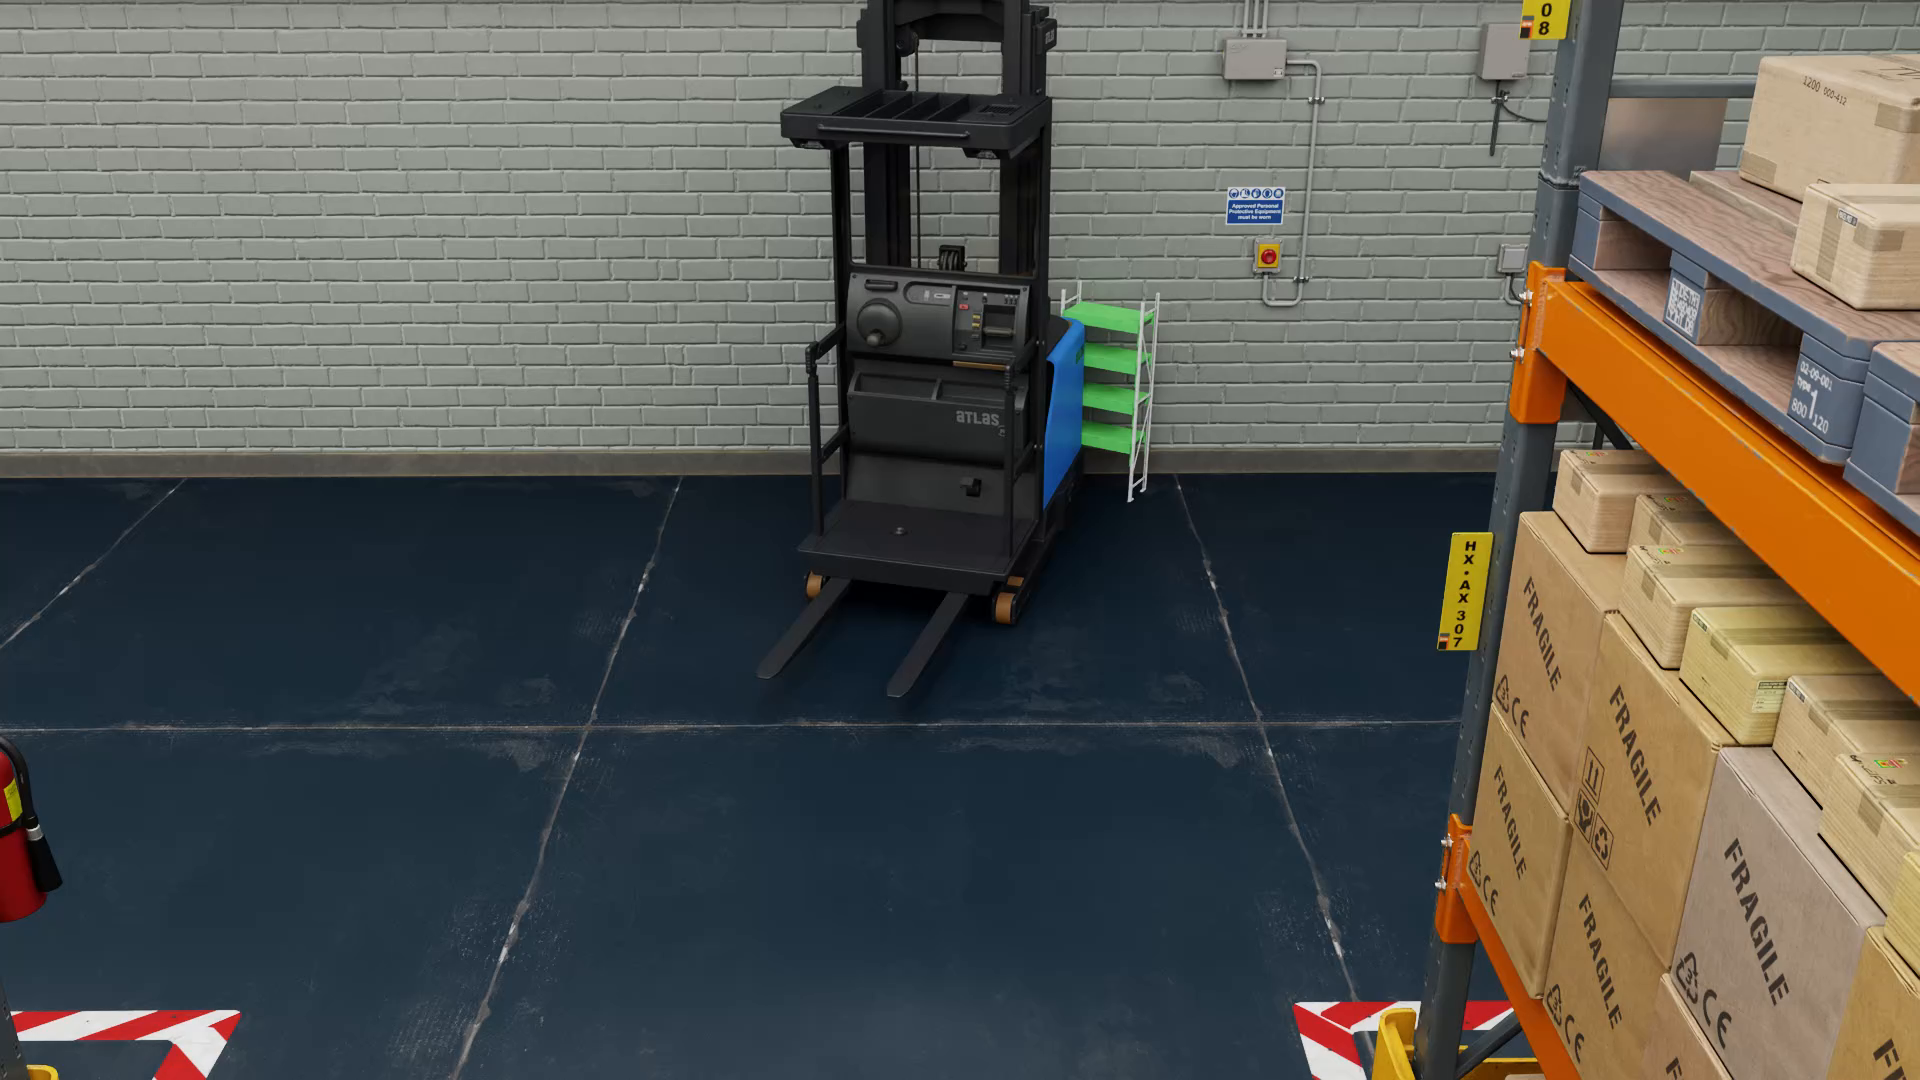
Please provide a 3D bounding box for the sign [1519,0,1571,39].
[{"bbox_3d":[1.267,-1.239,3.553,0.100,0.325,0.005,0,24,-1],"label":"sign"}]

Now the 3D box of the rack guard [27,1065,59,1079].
[{"bbox_3d":[-3.126,1.796,4.672,1.175,0.500,0.348,0,24,-1],"label":"rack guard"}]

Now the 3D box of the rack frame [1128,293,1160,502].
[{"bbox_3d":[1.059,-0.813,9.587,0.015,1.200,0.240,13,26,25],"label":"rack frame"}]

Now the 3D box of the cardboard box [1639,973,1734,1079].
[{"bbox_3d":[1.561,1.134,2.982,0.500,0.500,0.500,0,24,-1],"label":"cardboard box"}]

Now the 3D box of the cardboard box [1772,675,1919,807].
[{"bbox_3d":[1.587,0.345,2.726,0.380,0.149,0.250,0,24,0],"label":"cardboard box"}]

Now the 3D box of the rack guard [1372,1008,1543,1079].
[{"bbox_3d":[1.821,1.691,4.904,1.175,0.500,0.348,0,24,-1],"label":"rack guard"}]

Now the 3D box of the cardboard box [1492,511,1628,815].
[{"bbox_3d":[1.542,0.260,3.701,0.500,0.500,0.500,-1,24,-2],"label":"cardboard box"}]

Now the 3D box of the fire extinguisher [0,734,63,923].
[{"bbox_3d":[-2.668,0.725,4.553,0.296,0.674,0.183,0,24,-1],"label":"fire extinguisher"}]

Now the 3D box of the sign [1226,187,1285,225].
[{"bbox_3d":[1.688,-1.910,9.504,0.327,0.218,0.001,0,24,-1],"label":"sign"}]

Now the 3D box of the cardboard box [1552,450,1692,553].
[{"bbox_3d":[1.549,-0.087,3.681,0.380,0.149,0.250,0,24,1],"label":"cardboard box"}]

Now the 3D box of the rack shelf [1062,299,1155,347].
[{"bbox_3d":[0.854,-1.245,9.526,0.480,0.148,0.258,13,26,25],"label":"rack shelf"}]

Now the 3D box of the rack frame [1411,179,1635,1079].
[{"bbox_3d":[1.822,0.562,4.367,1.000,3.000,0.127,0,24,-1],"label":"rack frame"}]

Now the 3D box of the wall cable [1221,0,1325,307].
[{"bbox_3d":[1.737,-2.239,9.289,0.585,1.953,0.123,0,24,-1],"label":"wall cable"}]

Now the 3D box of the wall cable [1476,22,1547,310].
[{"bbox_3d":[3.155,-2.235,9.320,0.588,1.984,0.122,0,24,-1],"label":"wall cable"}]

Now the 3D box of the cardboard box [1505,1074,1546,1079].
[{"bbox_3d":[1.929,1.810,4.208,0.875,0.438,0.875,-1,24,-2],"label":"cardboard box"}]

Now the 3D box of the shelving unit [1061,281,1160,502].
[{"bbox_3d":[0.845,-0.863,9.692,0.503,1.200,0.258,13,26,25],"label":"shelving unit"}]

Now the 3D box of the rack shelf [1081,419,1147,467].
[{"bbox_3d":[0.838,-0.585,9.814,0.480,0.148,0.258,13,26,25],"label":"rack shelf"}]

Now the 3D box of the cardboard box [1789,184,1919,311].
[{"bbox_3d":[1.604,-0.478,2.700,0.380,0.149,0.250,1,24,1],"label":"cardboard box"}]

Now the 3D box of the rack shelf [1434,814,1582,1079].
[{"bbox_3d":[1.844,1.714,2.693,1.077,0.370,4.000,0,24,-1],"label":"rack shelf"}]

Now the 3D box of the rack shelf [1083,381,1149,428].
[{"bbox_3d":[0.843,-0.805,9.718,0.480,0.148,0.258,13,26,25],"label":"rack shelf"}]

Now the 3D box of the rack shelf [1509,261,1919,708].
[{"bbox_3d":[1.844,0.347,2.075,1.077,0.370,4.000,0,24,-1],"label":"rack shelf"}]

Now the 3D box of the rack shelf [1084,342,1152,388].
[{"bbox_3d":[0.848,-1.025,9.622,0.480,0.148,0.258,13,26,25],"label":"rack shelf"}]

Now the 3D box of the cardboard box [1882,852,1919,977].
[{"bbox_3d":[1.524,0.552,2.267,0.380,0.149,0.250,-1,24,-2],"label":"cardboard box"}]

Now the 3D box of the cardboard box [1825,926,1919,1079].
[{"bbox_3d":[1.574,0.890,2.306,0.500,0.500,0.500,0,24,0],"label":"cardboard box"}]

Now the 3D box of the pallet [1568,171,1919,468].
[{"bbox_3d":[1.840,-0.459,3.092,1.003,0.211,1.213,0,24,-1],"label":"pallet"}]

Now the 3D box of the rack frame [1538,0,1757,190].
[{"bbox_3d":[1.822,-2.171,3.131,1.000,3.000,0.127,0,24,-1],"label":"rack frame"}]

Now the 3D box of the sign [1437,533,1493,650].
[{"bbox_3d":[1.267,0.132,4.173,0.100,0.325,0.005,0,24,-1],"label":"sign"}]

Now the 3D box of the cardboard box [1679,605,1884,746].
[{"bbox_3d":[1.532,0.237,2.965,0.380,0.149,0.250,-1,24,-2],"label":"cardboard box"}]

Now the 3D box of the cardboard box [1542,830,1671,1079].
[{"bbox_3d":[1.573,0.924,3.446,0.500,0.500,0.500,-1,24,-1],"label":"cardboard box"}]

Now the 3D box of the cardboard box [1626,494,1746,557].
[{"bbox_3d":[1.623,0.021,3.443,0.380,0.149,0.250,0,24,1],"label":"cardboard box"}]

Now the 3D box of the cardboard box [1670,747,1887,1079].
[{"bbox_3d":[1.568,0.685,2.761,0.500,0.500,0.500,0,24,-1],"label":"cardboard box"}]

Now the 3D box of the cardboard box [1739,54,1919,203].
[{"bbox_3d":[1.917,-0.788,3.264,0.500,0.250,0.500,-2,24,-5],"label":"cardboard box"}]

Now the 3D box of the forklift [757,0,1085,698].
[{"bbox_3d":[-0.169,-1.088,8.100,1.130,2.935,3.031,7,25,14],"label":"forklift"}]

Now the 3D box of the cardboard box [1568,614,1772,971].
[{"bbox_3d":[1.555,0.473,3.230,0.500,0.500,0.500,-1,24,-2],"label":"cardboard box"}]

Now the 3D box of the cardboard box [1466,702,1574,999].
[{"bbox_3d":[1.540,0.716,3.907,0.500,0.500,0.500,0,24,-1],"label":"cardboard box"}]

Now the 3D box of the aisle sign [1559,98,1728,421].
[{"bbox_3d":[1.531,-0.651,3.894,0.394,0.787,0.004,0,24,-1],"label":"aisle sign"}]

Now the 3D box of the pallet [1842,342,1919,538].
[{"bbox_3d":[1.856,0.045,1.977,1.003,0.211,1.213,0,24,-1],"label":"pallet"}]

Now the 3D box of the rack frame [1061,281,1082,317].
[{"bbox_3d":[0.630,-0.914,9.797,0.015,1.200,0.240,13,26,25],"label":"rack frame"}]

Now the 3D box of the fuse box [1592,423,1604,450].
[{"bbox_3d":[3.839,-1.124,9.658,0.539,1.711,0.414,0,24,-1],"label":"fuse box"}]

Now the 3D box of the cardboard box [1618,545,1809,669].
[{"bbox_3d":[1.511,0.128,3.205,0.380,0.149,0.250,0,24,1],"label":"cardboard box"}]

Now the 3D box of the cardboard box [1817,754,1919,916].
[{"bbox_3d":[1.548,0.448,2.499,0.380,0.149,0.250,0,24,0],"label":"cardboard box"}]
